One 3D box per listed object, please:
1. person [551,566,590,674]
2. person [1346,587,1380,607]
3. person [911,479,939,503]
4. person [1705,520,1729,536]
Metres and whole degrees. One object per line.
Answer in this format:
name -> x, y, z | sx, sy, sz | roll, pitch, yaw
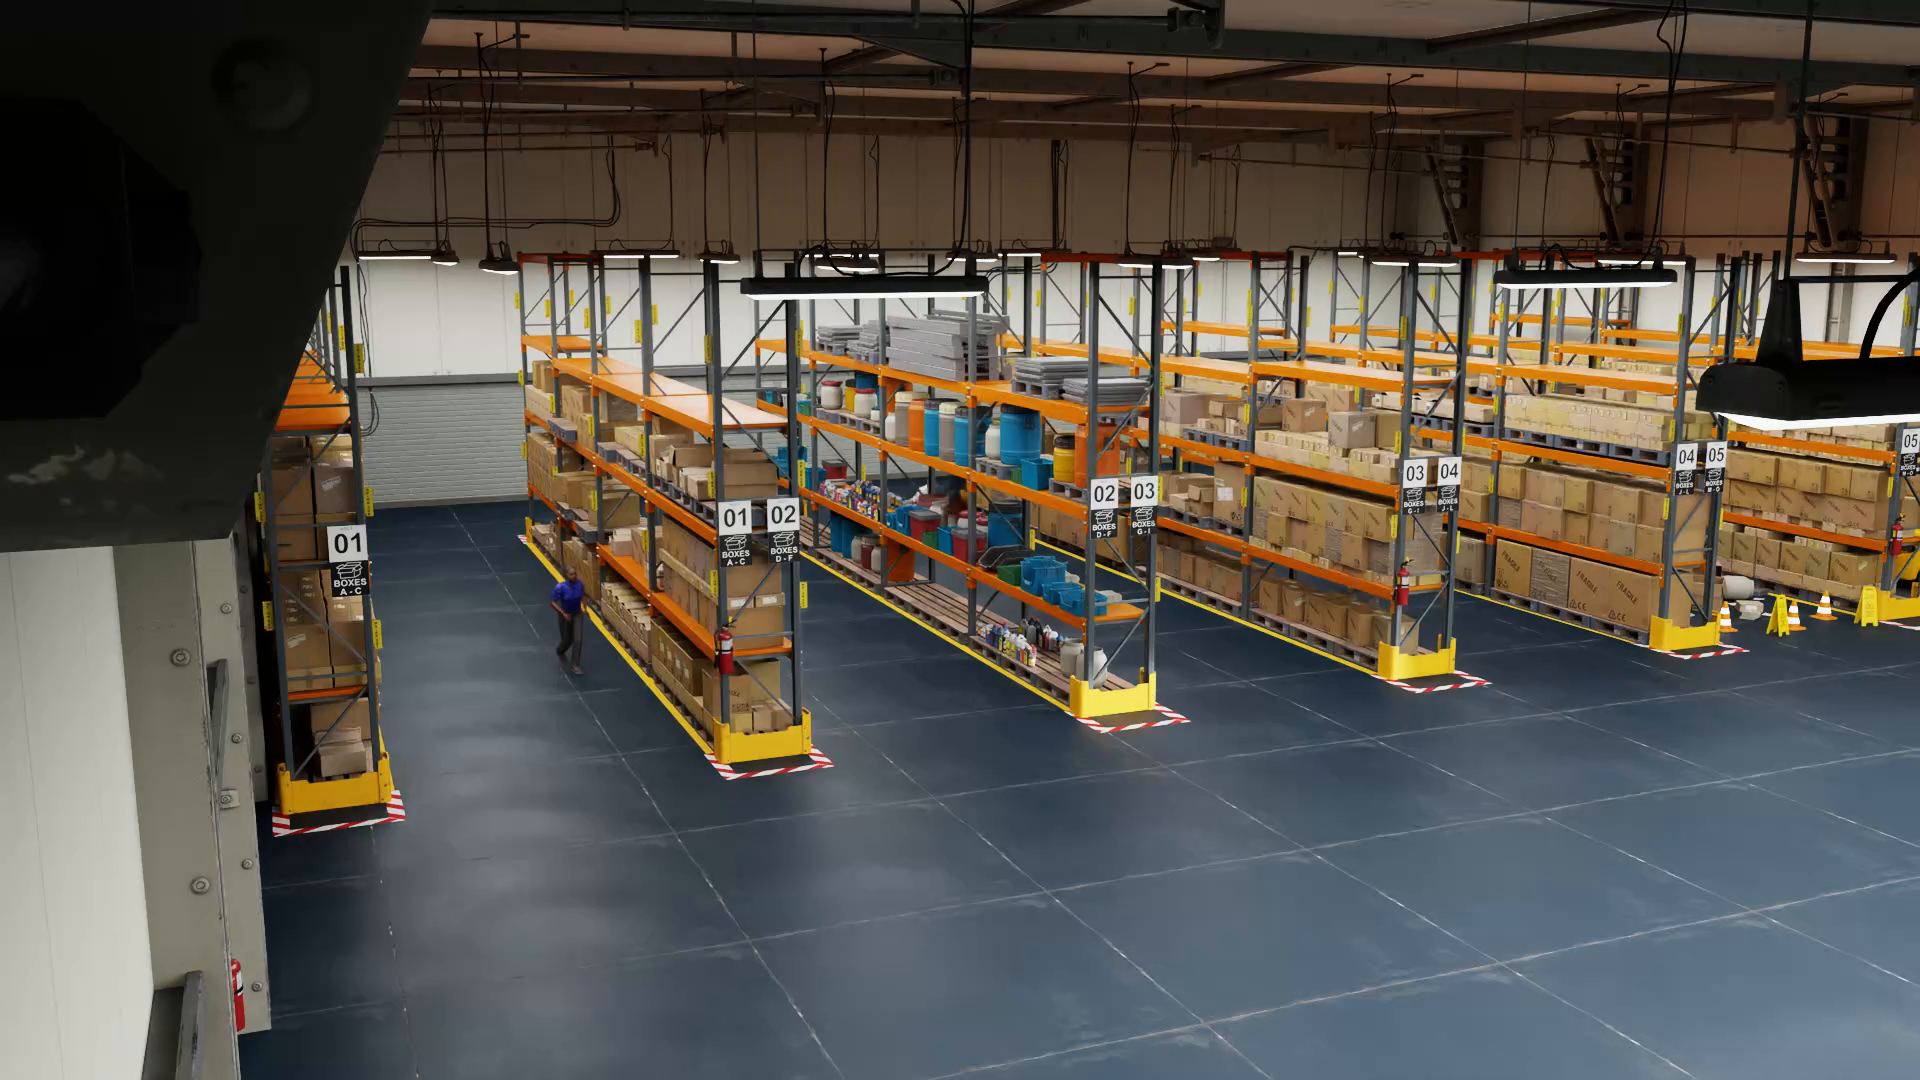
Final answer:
person -> -5.755, 1.135, 24.434 | 0.574, 1.608, 0.731 | -6, 12, -31
person -> 7.111, 0.435, 28.631 | 0.652, 1.517, 1.184 | -4, 11, -22
person -> -0.832, -0.607, 34.497 | 0.594, 1.461, 1.171 | -10, 14, -43
person -> 15.506, -0.536, 33.744 | 0.693, 1.555, 1.192 | -9, 14, -41
